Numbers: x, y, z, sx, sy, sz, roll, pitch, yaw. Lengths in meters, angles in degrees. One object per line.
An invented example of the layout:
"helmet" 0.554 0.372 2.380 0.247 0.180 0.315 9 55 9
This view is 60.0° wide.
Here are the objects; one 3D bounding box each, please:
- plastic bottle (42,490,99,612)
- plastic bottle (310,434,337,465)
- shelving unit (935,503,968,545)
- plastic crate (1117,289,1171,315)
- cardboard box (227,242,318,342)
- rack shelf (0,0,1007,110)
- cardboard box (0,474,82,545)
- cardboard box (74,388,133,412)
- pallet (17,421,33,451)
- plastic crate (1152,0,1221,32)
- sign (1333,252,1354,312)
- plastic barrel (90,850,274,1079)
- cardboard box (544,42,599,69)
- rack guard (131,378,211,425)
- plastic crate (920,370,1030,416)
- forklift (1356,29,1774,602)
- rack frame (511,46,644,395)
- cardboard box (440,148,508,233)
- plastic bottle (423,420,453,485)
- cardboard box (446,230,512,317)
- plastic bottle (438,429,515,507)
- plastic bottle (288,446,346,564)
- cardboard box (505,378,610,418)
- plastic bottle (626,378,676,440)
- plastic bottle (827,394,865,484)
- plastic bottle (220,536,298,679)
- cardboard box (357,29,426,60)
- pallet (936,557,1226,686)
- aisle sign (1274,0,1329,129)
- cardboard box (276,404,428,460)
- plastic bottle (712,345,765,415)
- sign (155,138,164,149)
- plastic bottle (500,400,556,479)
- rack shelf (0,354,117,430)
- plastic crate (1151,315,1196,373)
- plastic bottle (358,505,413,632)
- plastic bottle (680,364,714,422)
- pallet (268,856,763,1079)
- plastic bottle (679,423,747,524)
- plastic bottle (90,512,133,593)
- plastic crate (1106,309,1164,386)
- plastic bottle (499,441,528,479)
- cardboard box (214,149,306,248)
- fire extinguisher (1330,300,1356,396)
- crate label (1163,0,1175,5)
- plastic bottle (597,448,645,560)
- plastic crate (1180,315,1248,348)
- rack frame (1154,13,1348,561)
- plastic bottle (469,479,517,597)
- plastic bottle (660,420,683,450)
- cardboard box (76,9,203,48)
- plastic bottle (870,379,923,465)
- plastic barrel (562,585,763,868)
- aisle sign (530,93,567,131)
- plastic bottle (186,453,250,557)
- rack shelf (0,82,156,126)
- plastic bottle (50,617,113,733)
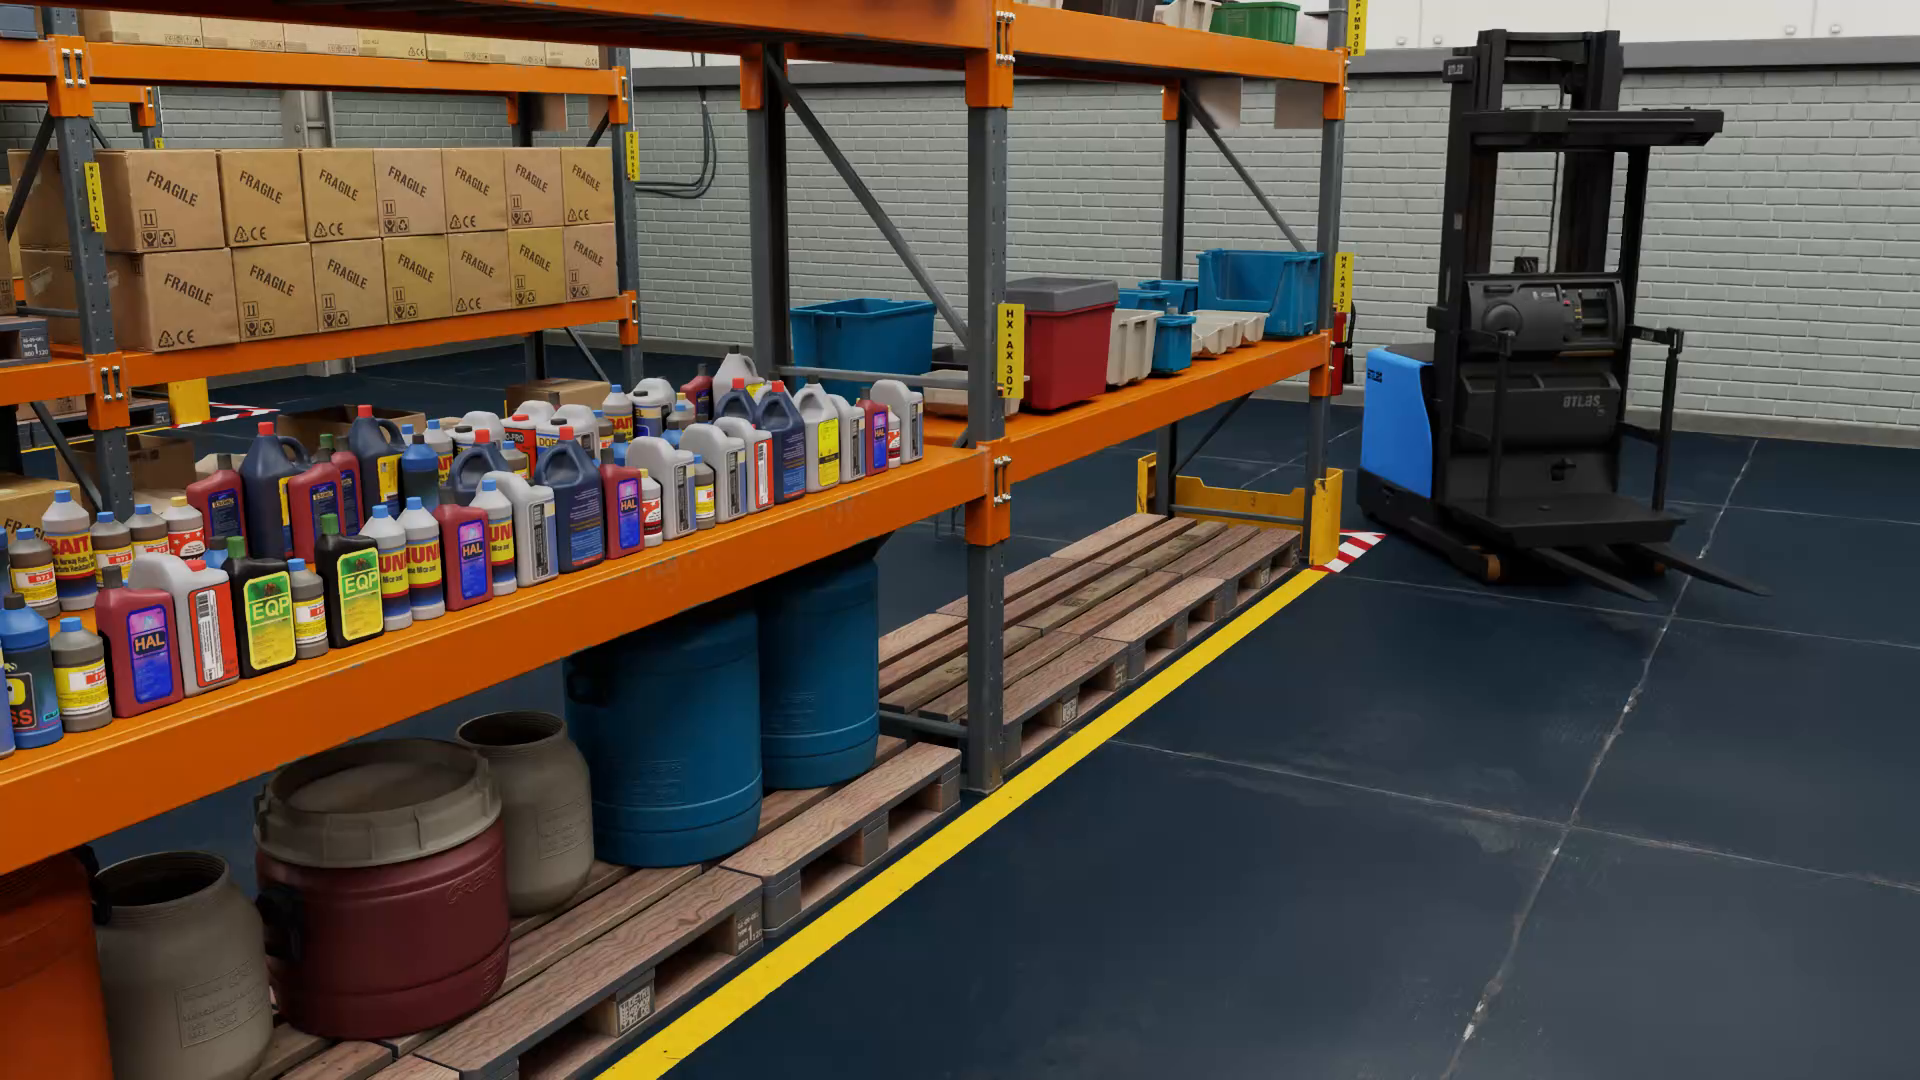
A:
"plastic bottle" -2.046 0.021 3.820 0.097 0.271 0.097 0 14 0
"plastic bottle" -1.711 -0.136 4.445 0.061 0.283 0.133 7 15 28
"shelving unit" 0.004 -0.439 9.935 0.258 0.900 0.210 7 15 28
"plastic crate" 0.902 -1.202 8.848 0.416 0.233 0.300 7 15 28
"cardboard box" -3.910 -1.372 9.109 0.500 0.500 0.500 8 16 29
"rack shelf" -1.272 -1.280 4.078 1.077 0.370 4.000 7 15 28
"cardboard box" -4.628 -0.009 8.065 0.500 0.500 0.500 7 15 28
"cardboard box" -7.295 -1.359 13.708 0.700 0.500 0.500 7 15 28
"pallet" -7.953 -0.747 12.682 1.003 0.211 1.213 7 15 28
"plastic crate" 0.846 -2.280 7.255 0.437 0.136 0.530 7 15 28
"sign" 2.118 -1.423 9.187 0.100 0.325 0.005 7 15 28
"plastic barrel" -1.823 1.016 3.832 0.421 0.512 0.421 0 14 0
"cardboard box" -2.724 -3.214 10.887 0.500 0.250 0.500 7 15 28
"rack guard" -7.033 -1.315 14.420 1.175 0.500 0.348 7 15 28
"plastic crate" 0.045 -0.562 6.400 0.396 0.136 0.243 7 15 28
"forklift" 3.317 -1.281 9.093 1.130 2.935 3.031 -2 14 -10
"rack frame" -2.706 -1.964 11.782 1.000 3.000 0.127 7 15 28
"cardboard box" -3.171 -2.166 10.271 0.500 0.500 0.500 8 16 30
"plastic bottle" -1.503 -0.209 4.776 0.097 0.271 0.097 0 14 0
"cardboard box" -3.178 -1.682 10.396 0.500 0.500 0.500 8 15 28
"plastic bottle" -1.194 -0.096 4.136 0.144 0.351 0.185 7 15 28
"plastic bottle" -1.649 -0.092 4.263 0.061 0.283 0.133 7 15 28
"cardboard box" -2.753 -0.824 11.445 0.500 0.500 0.500 7 15 28
"plastic bottle" -1.040 -0.395 5.535 0.152 0.276 0.135 7 15 28
"plastic bottle" -0.390 -0.329 5.263 0.152 0.276 0.135 7 15 28
"plastic bottle" -1.419 0.126 3.359 0.061 0.283 0.133 7 15 28
"cardboard box" -3.461 -2.908 9.617 0.500 0.250 0.500 7 15 28
"pallet" 0.605 0.367 8.060 1.003 0.211 1.213 7 15 28
"aisle sign" 1.919 -2.648 9.070 0.394 0.787 0.004 7 15 28
"cardboard box" -3.736 -0.530 10.220 0.797 0.503 0.637 7 15 28
"plastic bottle" -0.779 -0.514 5.871 0.144 0.351 0.185 7 15 28
"sign" -6.576 -3.139 13.676 0.100 0.325 0.005 7 15 28
"plastic bottle" -1.310 -0.280 5.058 0.152 0.276 0.135 7 15 28
"rack shelf" -5.607 -0.384 6.760 1.077 0.370 4.000 7 15 28
"plastic crate" 0.860 -0.900 7.595 0.416 0.233 0.300 7 15 28
"plastic bottle" -1.267 0.059 3.664 0.097 0.271 0.097 0 14 0
"plastic bottle" -0.921 -0.471 5.835 0.061 0.283 0.133 7 15 28
"pallet" -1.304 1.179 4.694 1.003 0.211 1.213 7 15 28
"plastic bottle" -0.699 -0.198 4.719 0.152 0.276 0.135 7 15 28
"plastic bottle" -1.999 0.035 3.911 0.097 0.201 0.097 0 14 0
"plastic crate" 0.594 -0.846 7.267 0.437 0.282 0.530 7 15 28
"plastic bottle" -1.304 -0.186 4.827 0.097 0.201 0.097 0 14 0
"cardboard box" -3.917 -1.849 8.957 0.500 0.500 0.500 7 15 26
"fire extinguisher" 2.099 -1.163 9.418 0.296 0.674 0.183 7 15 28
"crate label" 0.899 -2.636 8.483 0.408 0.251 0.502 7 15 28
"plastic bottle" -0.883 -0.101 4.303 0.061 0.283 0.133 7 15 28
"plastic crate" 1.240 -1.058 8.456 0.396 0.136 0.243 7 15 28
"rack frame" 1.628 -1.402 9.451 1.000 3.000 0.127 7 15 28
"plastic bottle" -1.109 -0.008 3.943 0.097 0.271 0.097 0 14 0
"plastic bottle" -0.817 -0.206 4.763 0.097 0.271 0.097 0 14 0
"cardboard box" -4.188 -2.601 8.341 0.500 0.250 0.500 7 15 28
"plastic bottle" -0.213 -0.404 5.574 0.152 0.276 0.135 7 15 28
"plastic barrel" -0.926 0.489 5.186 0.600 0.901 0.708 7 15 28
"aisle sign" -2.930 -3.276 11.673 0.394 0.787 0.004 7 15 28
"plastic bottle" -1.865 -0.070 4.174 0.061 0.283 0.133 7 15 28
"rack shelf" -8.011 -3.223 12.137 1.077 0.370 4.000 7 15 28
"plastic bottle" -1.620 0.243 3.051 0.097 0.201 0.097 0 14 0
